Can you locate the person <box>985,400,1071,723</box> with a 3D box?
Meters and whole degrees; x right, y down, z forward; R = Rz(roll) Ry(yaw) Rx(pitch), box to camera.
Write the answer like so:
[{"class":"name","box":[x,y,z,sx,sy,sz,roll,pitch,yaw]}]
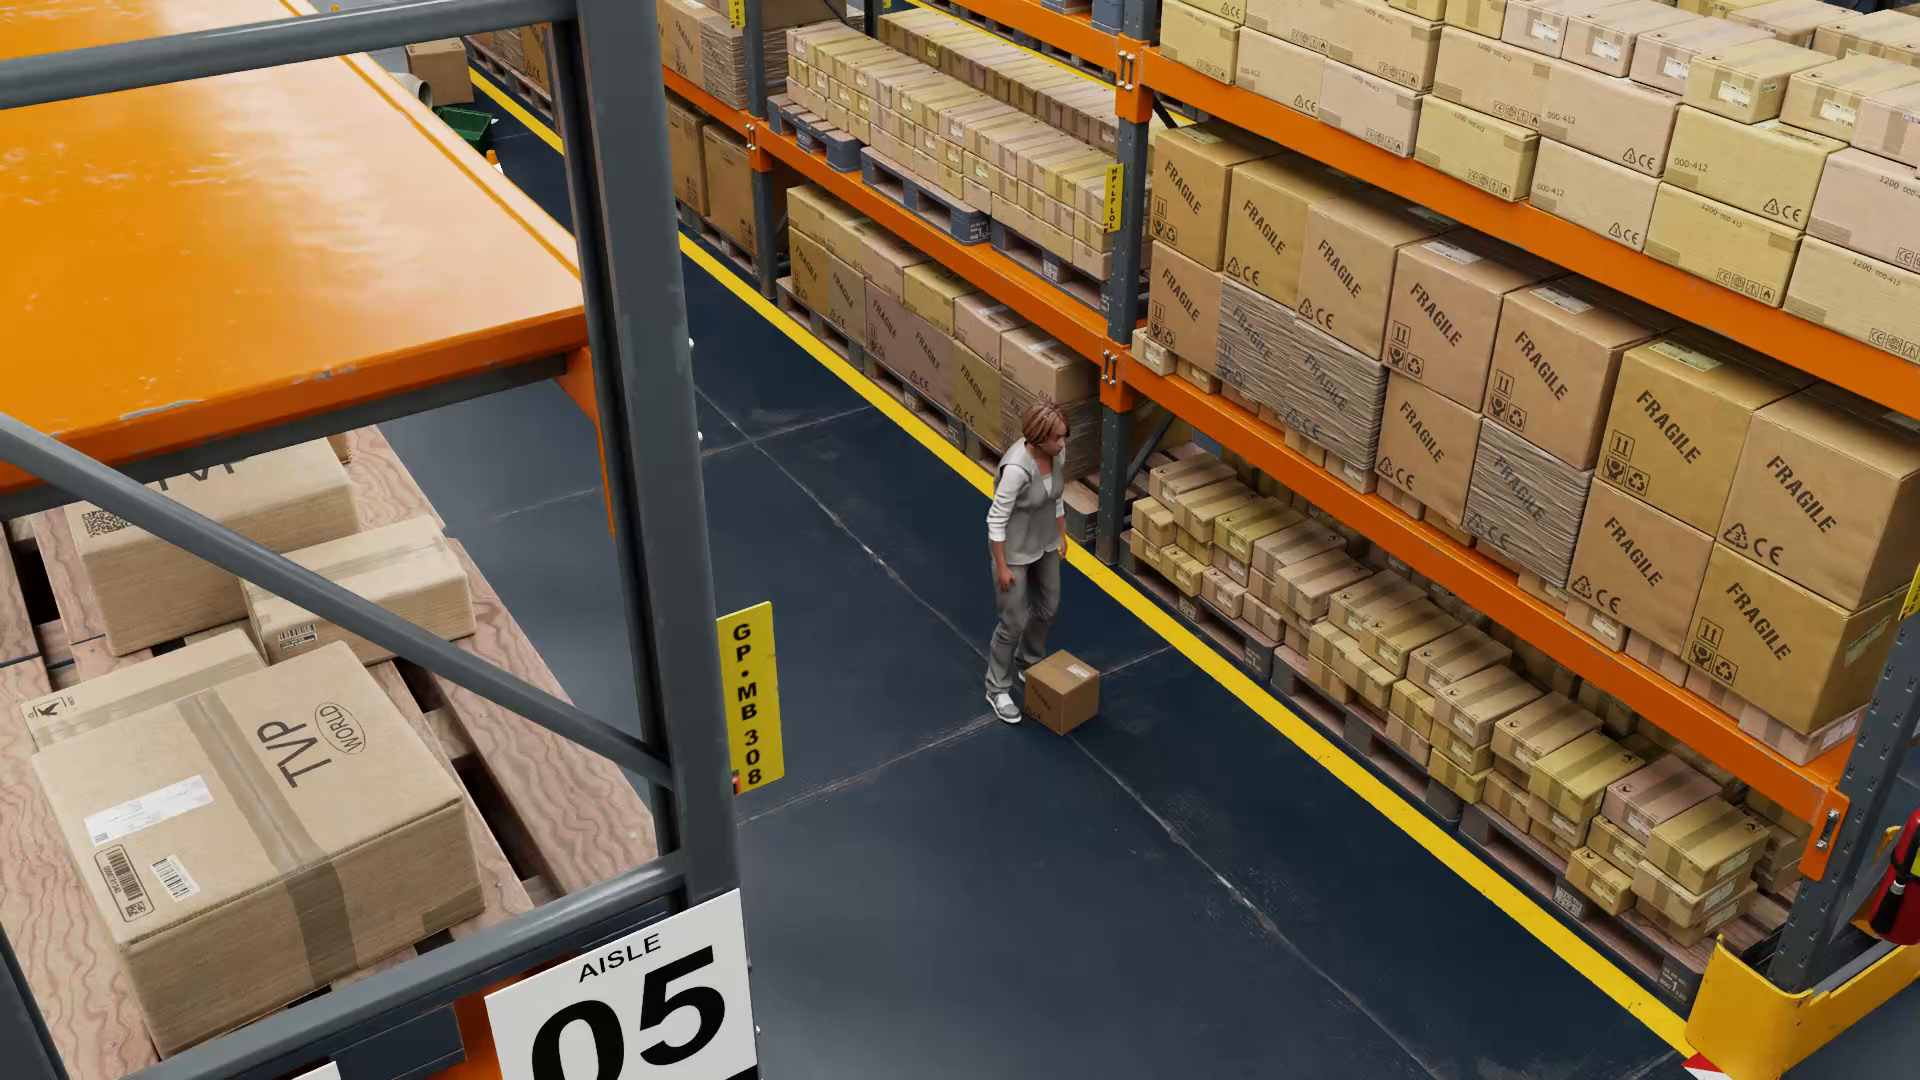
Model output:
[{"class":"person","box":[0.311,0.065,7.609,0.485,1.592,0.347,-28,43,-36]}]
